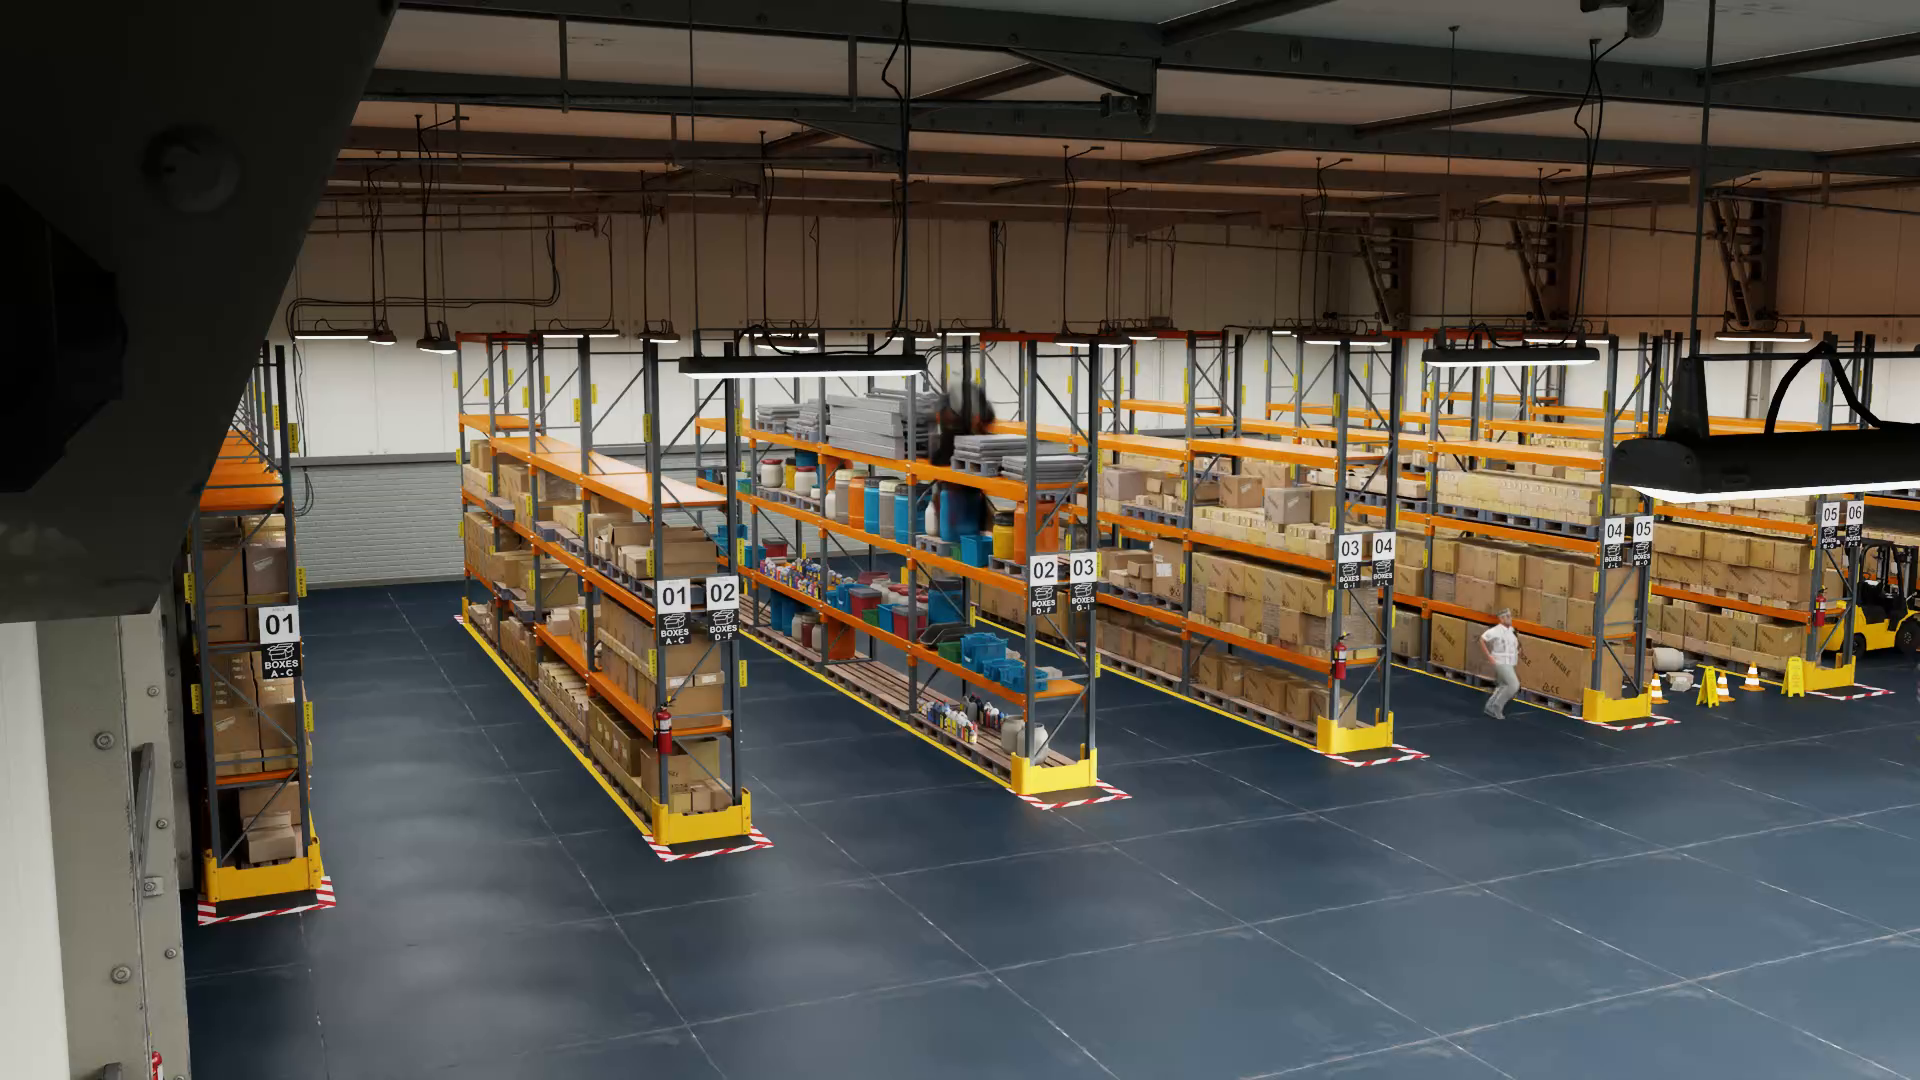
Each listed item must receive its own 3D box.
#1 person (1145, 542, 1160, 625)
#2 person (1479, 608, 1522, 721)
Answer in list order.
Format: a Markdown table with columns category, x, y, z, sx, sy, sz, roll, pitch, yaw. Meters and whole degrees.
| category | x | y | z | sx | sy | sz | roll | pitch | yaw |
| --- | --- | --- | --- | --- | --- | --- | --- | --- | --- |
| person | 4.019 | 0.892 | 34.042 | 0.652 | 1.728 | 0.569 | -6 | 10 | -39 |
| person | 8.580 | 1.950 | 26.195 | 0.638 | 1.778 | 0.654 | 7 | 10 | 40 |
